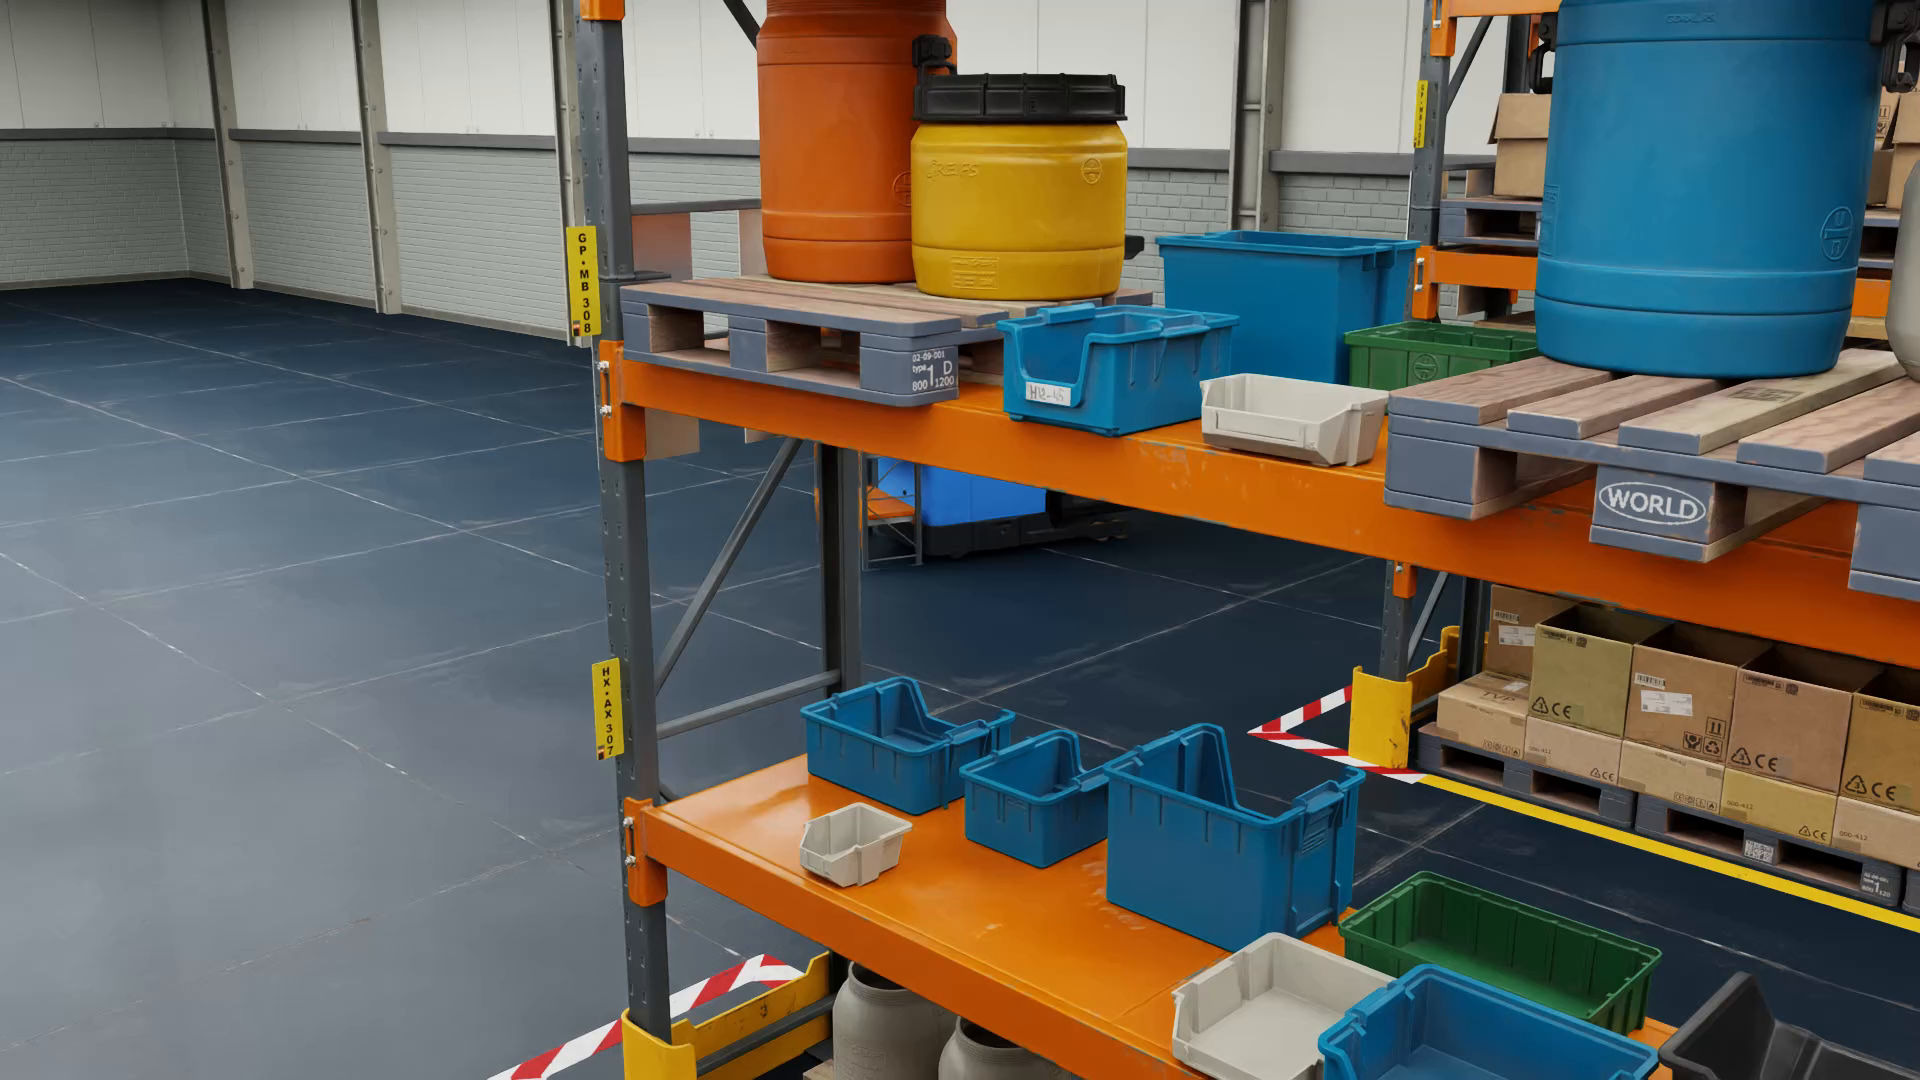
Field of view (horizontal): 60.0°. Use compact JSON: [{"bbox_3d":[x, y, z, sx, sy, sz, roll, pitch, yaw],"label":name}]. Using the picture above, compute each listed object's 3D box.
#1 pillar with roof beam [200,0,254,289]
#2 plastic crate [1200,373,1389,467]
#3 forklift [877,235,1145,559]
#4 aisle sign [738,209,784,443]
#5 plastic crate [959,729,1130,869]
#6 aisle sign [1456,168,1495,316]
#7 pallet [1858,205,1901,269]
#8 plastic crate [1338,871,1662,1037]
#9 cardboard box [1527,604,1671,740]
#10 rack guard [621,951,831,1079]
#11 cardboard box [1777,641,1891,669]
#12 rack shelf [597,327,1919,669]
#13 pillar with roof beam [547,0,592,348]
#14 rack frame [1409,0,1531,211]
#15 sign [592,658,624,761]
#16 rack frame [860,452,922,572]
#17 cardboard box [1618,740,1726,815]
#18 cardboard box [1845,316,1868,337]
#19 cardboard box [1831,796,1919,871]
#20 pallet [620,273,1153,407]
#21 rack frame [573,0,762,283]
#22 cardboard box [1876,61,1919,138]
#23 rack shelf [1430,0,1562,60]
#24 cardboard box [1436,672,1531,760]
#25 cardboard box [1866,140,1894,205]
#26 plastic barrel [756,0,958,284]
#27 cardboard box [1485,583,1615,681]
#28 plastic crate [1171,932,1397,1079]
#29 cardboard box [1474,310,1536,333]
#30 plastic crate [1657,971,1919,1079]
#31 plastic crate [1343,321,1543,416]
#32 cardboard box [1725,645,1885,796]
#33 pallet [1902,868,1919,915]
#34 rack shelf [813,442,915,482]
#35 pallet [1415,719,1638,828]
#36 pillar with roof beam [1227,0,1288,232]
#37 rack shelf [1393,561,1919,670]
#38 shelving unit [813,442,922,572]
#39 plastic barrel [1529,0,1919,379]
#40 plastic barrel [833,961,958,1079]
[{"bbox_3d":[-17.349,-8.626,29.189,0.400,9.000,9.100,14,20,42],"label":"pillar with roof beam"},{"bbox_3d":[0.698,-0.252,3.525,0.396,0.136,0.243,14,20,42],"label":"plastic crate"},{"bbox_3d":[0.845,-1.513,13.925,3.031,2.935,1.130,-8,17,-28],"label":"forklift"},{"bbox_3d":[-0.591,-0.745,5.688,0.004,0.787,0.394,14,20,42],"label":"aisle sign"},{"bbox_3d":[0.286,0.799,5.211,0.408,0.251,0.499,14,20,42],"label":"plastic crate"},{"bbox_3d":[2.852,-1.642,9.129,0.004,0.787,0.394,14,20,42],"label":"aisle sign"},{"bbox_3d":[4.069,-1.386,7.529,1.213,0.211,1.003,14,20,42],"label":"pallet"},{"bbox_3d":[1.353,1.093,4.209,0.662,0.188,0.450,14,20,42],"label":"plastic crate"},{"bbox_3d":[3.288,0.667,8.558,0.500,0.500,0.500,14,20,42],"label":"cardboard box"},{"bbox_3d":[-0.658,1.794,6.057,0.348,0.500,1.175,14,20,42],"label":"rack guard"},{"bbox_3d":[4.377,0.745,8.256,0.500,0.500,0.500,14,20,42],"label":"cardboard box"},{"bbox_3d":[0.694,-0.174,4.129,4.000,0.370,1.077,14,20,42],"label":"rack shelf"},{"bbox_3d":[-8.711,-6.525,21.129,0.400,9.000,9.100,14,20,42],"label":"pillar with roof beam"},{"bbox_3d":[2.695,-3.222,8.452,0.127,3.000,1.000,14,20,42],"label":"rack frame"},{"bbox_3d":[-1.131,0.544,5.345,0.005,0.325,0.100,14,20,42],"label":"sign"},{"bbox_3d":[-0.535,-0.325,12.948,0.500,1.125,0.032,-7,16,-25],"label":"rack frame"},{"bbox_3d":[3.649,1.117,8.318,0.500,0.250,0.500,14,20,42],"label":"cardboard box"},{"bbox_3d":[6.266,-1.381,12.054,0.500,0.500,0.500,14,20,42],"label":"cardboard box"},{"bbox_3d":[4.366,1.293,7.643,0.500,0.250,0.500,14,20,42],"label":"cardboard box"},{"bbox_3d":[-0.218,-0.618,4.782,1.213,0.211,1.003,14,20,42],"label":"pallet"},{"bbox_3d":[-0.746,-2.324,5.004,0.127,3.000,1.000,14,20,42],"label":"rack frame"},{"bbox_3d":[6.566,-3.004,11.342,0.500,0.500,0.500,13,20,42],"label":"cardboard box"},{"bbox_3d":[4.135,-2.331,7.250,4.000,0.370,1.077,14,20,42],"label":"rack shelf"},{"bbox_3d":[2.927,0.942,8.987,0.500,0.250,0.500,14,20,42],"label":"cardboard box"},{"bbox_3d":[4.107,-1.748,7.808,0.500,0.311,0.500,-12,19,-38],"label":"cardboard box"},{"bbox_3d":[-0.308,-1.221,5.037,0.708,0.830,0.600,14,20,42],"label":"plastic barrel"},{"bbox_3d":[3.288,0.485,9.255,0.500,0.500,0.500,14,20,42],"label":"cardboard box"},{"bbox_3d":[0.789,1.169,4.021,0.437,0.136,0.530,14,20,42],"label":"plastic crate"},{"bbox_3d":[3.060,-0.902,8.674,0.500,0.500,0.700,14,20,42],"label":"cardboard box"},{"bbox_3d":[1.845,1.195,3.522,0.504,0.338,0.767,14,20,42],"label":"plastic crate"},{"bbox_3d":[1.187,-0.395,3.972,0.450,0.188,0.336,14,20,42],"label":"plastic crate"},{"bbox_3d":[4.005,0.842,7.883,0.500,0.500,0.500,14,20,42],"label":"cardboard box"},{"bbox_3d":[5.031,1.583,7.437,1.213,0.211,1.003,14,20,42],"label":"pallet"},{"bbox_3d":[-0.753,-0.724,13.318,0.538,0.278,1.000,-7,16,-25],"label":"rack shelf"},{"bbox_3d":[3.275,1.156,9.075,1.213,0.211,1.003,14,20,42],"label":"pallet"},{"bbox_3d":[-0.072,-4.425,13.069,0.400,9.000,9.100,14,20,42],"label":"pillar with roof beam"},{"bbox_3d":[4.135,0.379,7.956,4.000,0.370,1.077,14,20,42],"label":"rack shelf"},{"bbox_3d":[-0.753,-0.441,13.392,0.538,1.125,1.048,-7,16,-25],"label":"shelving unit"},{"bbox_3d":[1.492,-0.812,3.322,0.708,0.901,0.600,14,20,42],"label":"plastic barrel"},{"bbox_3d":[-0.219,1.681,5.632,0.421,0.512,0.421,0,15,0],"label":"plastic barrel"}]
